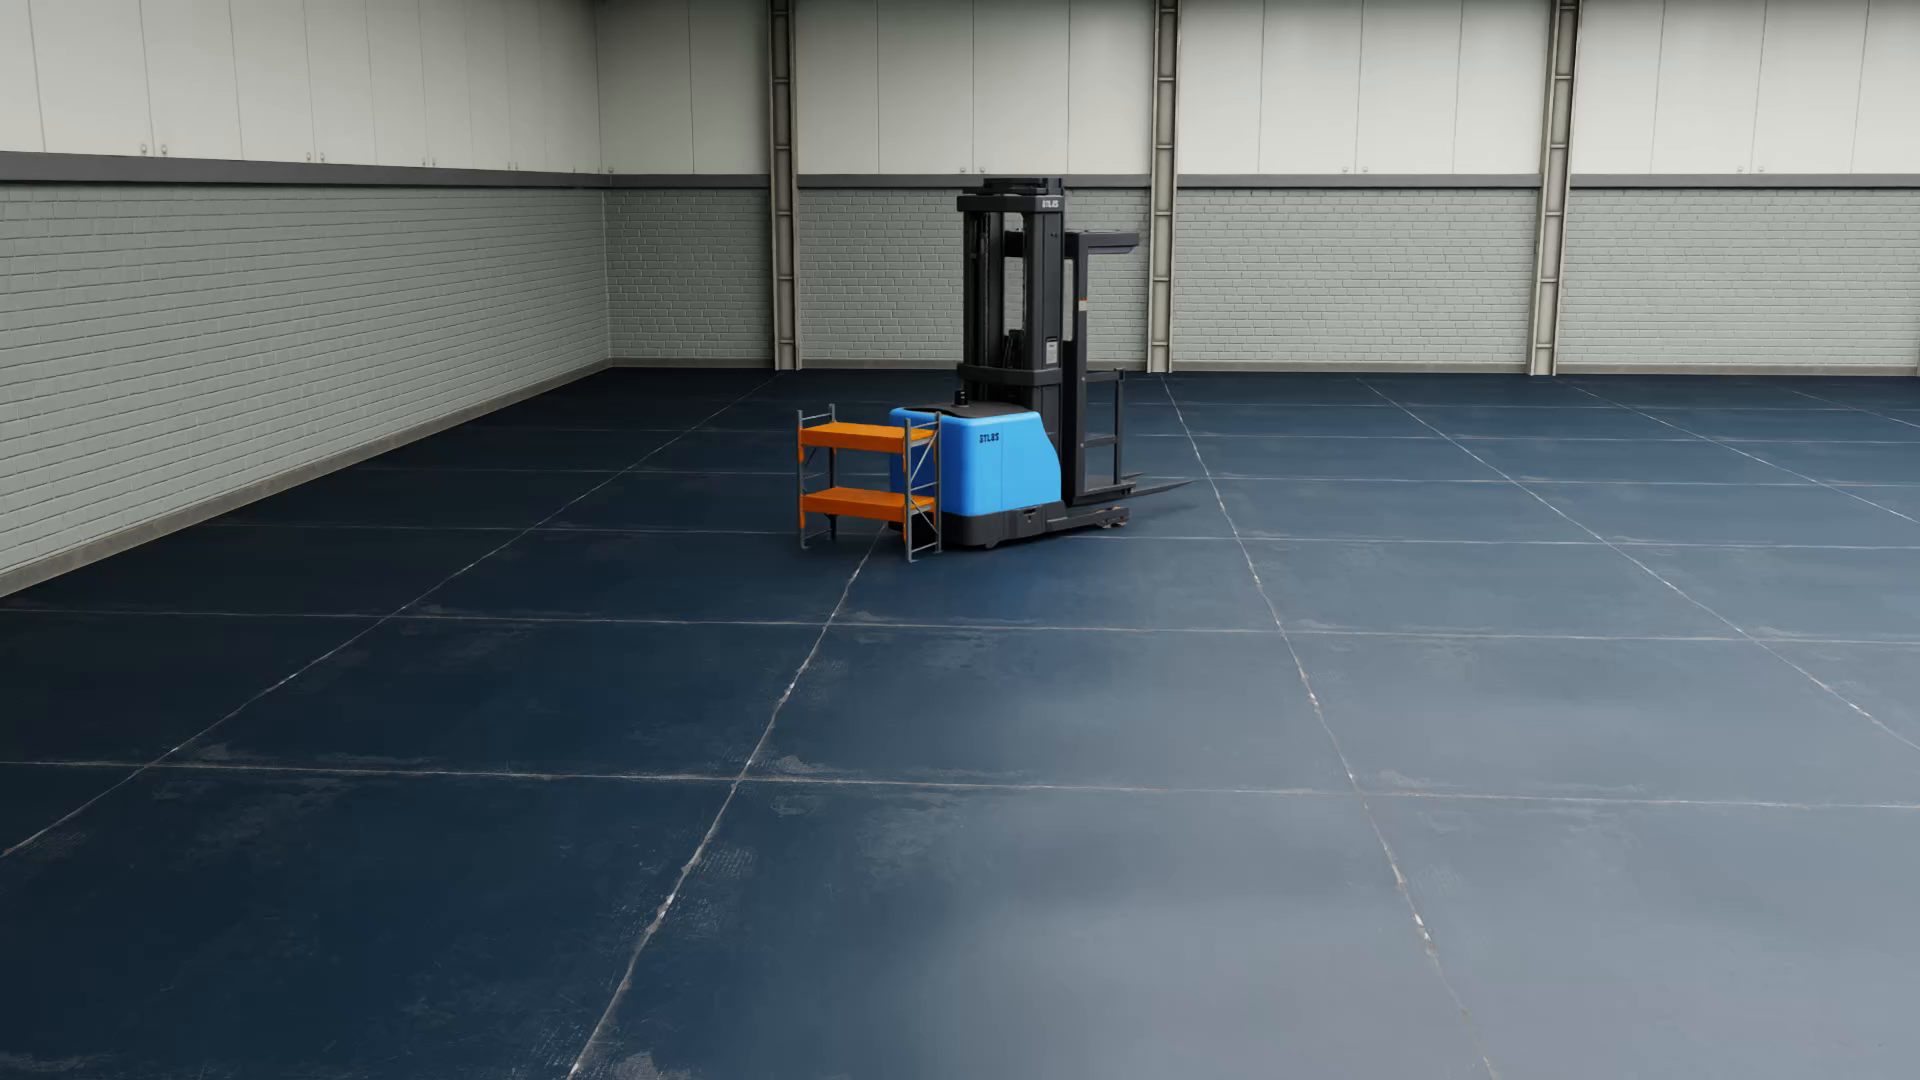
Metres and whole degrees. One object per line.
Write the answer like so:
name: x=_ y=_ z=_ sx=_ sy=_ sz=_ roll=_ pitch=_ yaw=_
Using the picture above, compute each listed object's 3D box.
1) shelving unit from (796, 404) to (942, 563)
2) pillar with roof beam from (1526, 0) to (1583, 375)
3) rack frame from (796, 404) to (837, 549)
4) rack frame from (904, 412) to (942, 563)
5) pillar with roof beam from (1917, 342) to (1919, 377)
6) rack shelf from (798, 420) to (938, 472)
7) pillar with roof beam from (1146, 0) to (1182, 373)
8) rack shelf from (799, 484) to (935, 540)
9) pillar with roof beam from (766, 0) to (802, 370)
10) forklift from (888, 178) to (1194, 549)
shelving unit: x=-0.726 y=-0.468 z=13.258 sx=1.048 sy=1.125 sz=0.538 roll=7 pitch=14 yaw=29
pillar with roof beam: x=8.893 y=-6.147 z=21.175 sx=0.400 sy=9.000 sz=9.100 roll=1 pitch=12 yaw=4
rack frame: x=-1.165 y=-0.520 z=13.508 sx=0.032 sy=1.125 sz=0.500 roll=7 pitch=14 yaw=29
rack frame: x=-0.286 y=-0.416 z=13.008 sx=0.032 sy=1.125 sz=0.500 roll=7 pitch=14 yaw=29
pillar with roof beam: x=14.879 y=-6.065 z=20.782 sx=0.400 sy=9.000 sz=9.100 roll=1 pitch=12 yaw=4
rack shelf: x=-0.726 y=-0.754 z=13.198 sx=1.000 sy=0.278 sz=0.538 roll=7 pitch=14 yaw=29
pillar with roof beam: x=2.906 y=-6.229 z=21.567 sx=0.400 sy=9.000 sz=9.100 roll=1 pitch=12 yaw=4
rack shelf: x=-0.726 y=-0.229 z=13.308 sx=1.000 sy=0.278 sz=0.538 roll=7 pitch=14 yaw=29
pillar with roof beam: x=-3.081 y=-6.311 z=21.959 sx=0.400 sy=9.000 sz=9.100 roll=1 pitch=12 yaw=4
forklift: x=0.823 y=-1.598 z=14.251 sx=3.031 sy=2.935 sz=1.130 roll=-11 pitch=16 yaw=-42
